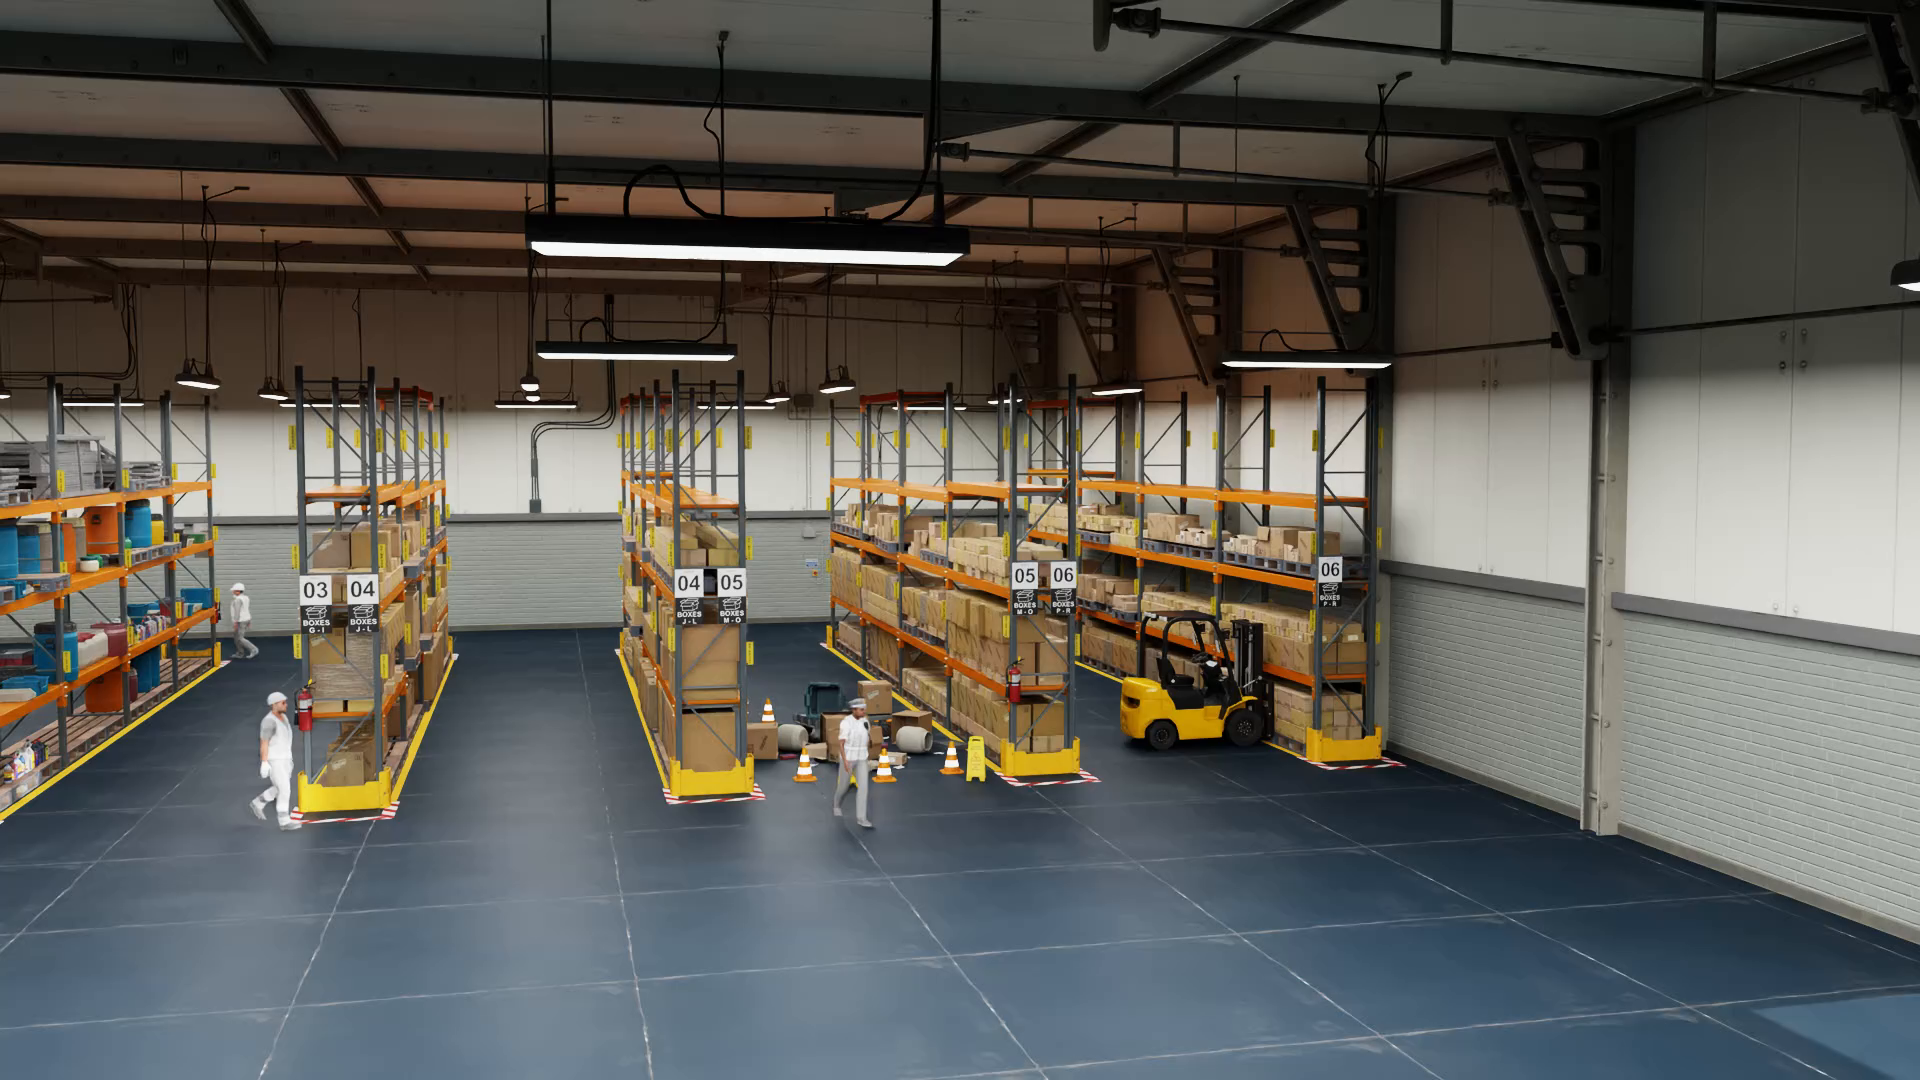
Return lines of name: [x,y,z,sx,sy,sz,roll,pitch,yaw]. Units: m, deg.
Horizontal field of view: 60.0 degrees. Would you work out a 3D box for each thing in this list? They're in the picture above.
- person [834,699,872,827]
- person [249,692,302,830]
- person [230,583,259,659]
person: [-1.368,2.883,21.787,0.530,1.624,0.904,-2,4,-35]
person: [-8.850,2.833,21.397,0.879,1.766,0.527,1,3,12]
person: [-16.401,1.859,38.066,0.747,1.754,0.557,0,3,-4]
